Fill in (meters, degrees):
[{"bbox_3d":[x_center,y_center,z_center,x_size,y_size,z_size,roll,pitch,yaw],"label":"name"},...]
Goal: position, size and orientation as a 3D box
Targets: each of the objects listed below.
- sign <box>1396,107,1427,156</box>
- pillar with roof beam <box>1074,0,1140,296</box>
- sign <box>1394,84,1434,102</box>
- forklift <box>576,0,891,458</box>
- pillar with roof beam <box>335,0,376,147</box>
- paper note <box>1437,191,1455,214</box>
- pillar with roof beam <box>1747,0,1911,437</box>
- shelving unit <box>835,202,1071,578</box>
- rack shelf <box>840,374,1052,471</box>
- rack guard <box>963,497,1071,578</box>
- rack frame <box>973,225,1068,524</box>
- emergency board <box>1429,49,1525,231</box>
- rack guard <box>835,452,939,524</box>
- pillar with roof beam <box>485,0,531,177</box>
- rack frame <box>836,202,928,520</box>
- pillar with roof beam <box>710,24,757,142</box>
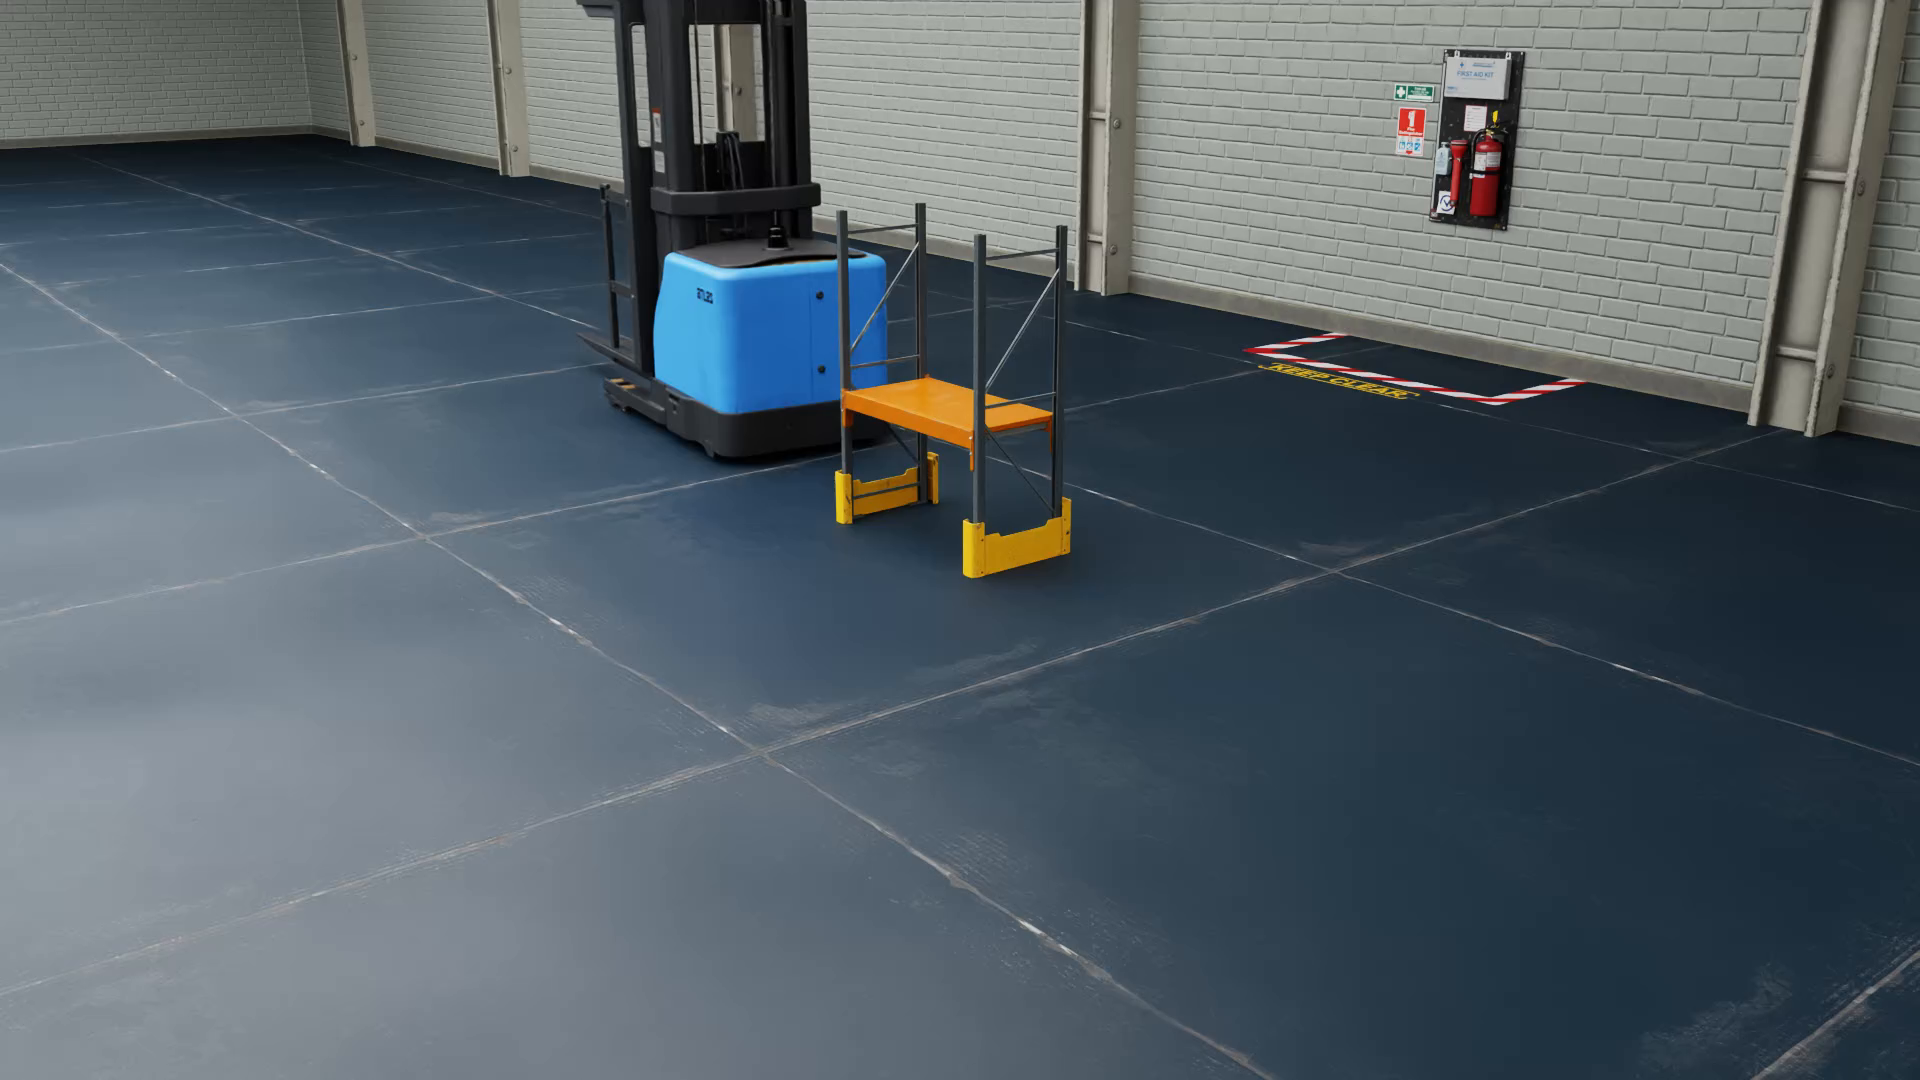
[{"bbox_3d":[3.188,-2.889,11.758,0.001,0.329,0.234,-14,23,-36],"label":"sign"},{"bbox_3d":[-2.145,-5.585,10.414,9.100,9.000,0.400,-14,23,-36],"label":"pillar with roof beam"},{"bbox_3d":[3.184,-3.137,11.666,0.001,0.109,0.331,-14,23,-36],"label":"sign"},{"bbox_3d":[-1.577,-2.251,9.996,1.130,2.935,3.031,-11,21,-29],"label":"forklift"},{"bbox_3d":[-13.321,-10.021,23.809,9.100,9.000,0.400,-14,23,-36],"label":"pillar with roof beam"},{"bbox_3d":[3.394,-2.354,11.602,0.016,0.148,0.142,-14,23,-36],"label":"paper note"},{"bbox_3d":[1.580,-4.107,5.949,9.100,9.000,0.400,-14,23,-36],"label":"pillar with roof beam"},{"bbox_3d":[-0.047,-0.731,7.683,0.587,1.500,1.083,-14,23,-36],"label":"shelving unit"},{"bbox_3d":[-0.053,-0.562,7.747,0.538,0.185,1.000,-14,23,-36],"label":"rack shelf"},{"bbox_3d":[0.262,-0.015,7.509,0.587,0.250,0.087,-14,23,-36],"label":"rack guard"},{"bbox_3d":[0.263,-0.608,7.312,0.500,1.500,0.032,-14,23,-36],"label":"rack frame"},{"bbox_3d":[3.450,-2.715,11.291,0.194,1.169,0.643,-14,23,-36],"label":"emergency board"},{"bbox_3d":[-0.357,-0.260,8.251,0.587,0.250,0.087,-14,23,-36],"label":"rack guard"},{"bbox_3d":[-9.596,-8.542,19.344,9.100,9.000,0.400,-14,23,-36],"label":"pillar with roof beam"},{"bbox_3d":[-0.369,-0.858,8.068,0.500,1.500,0.032,-14,23,-36],"label":"rack frame"},{"bbox_3d":[-5.871,-7.064,14.879,9.100,9.000,0.400,-14,23,-36],"label":"pillar with roof beam"}]
